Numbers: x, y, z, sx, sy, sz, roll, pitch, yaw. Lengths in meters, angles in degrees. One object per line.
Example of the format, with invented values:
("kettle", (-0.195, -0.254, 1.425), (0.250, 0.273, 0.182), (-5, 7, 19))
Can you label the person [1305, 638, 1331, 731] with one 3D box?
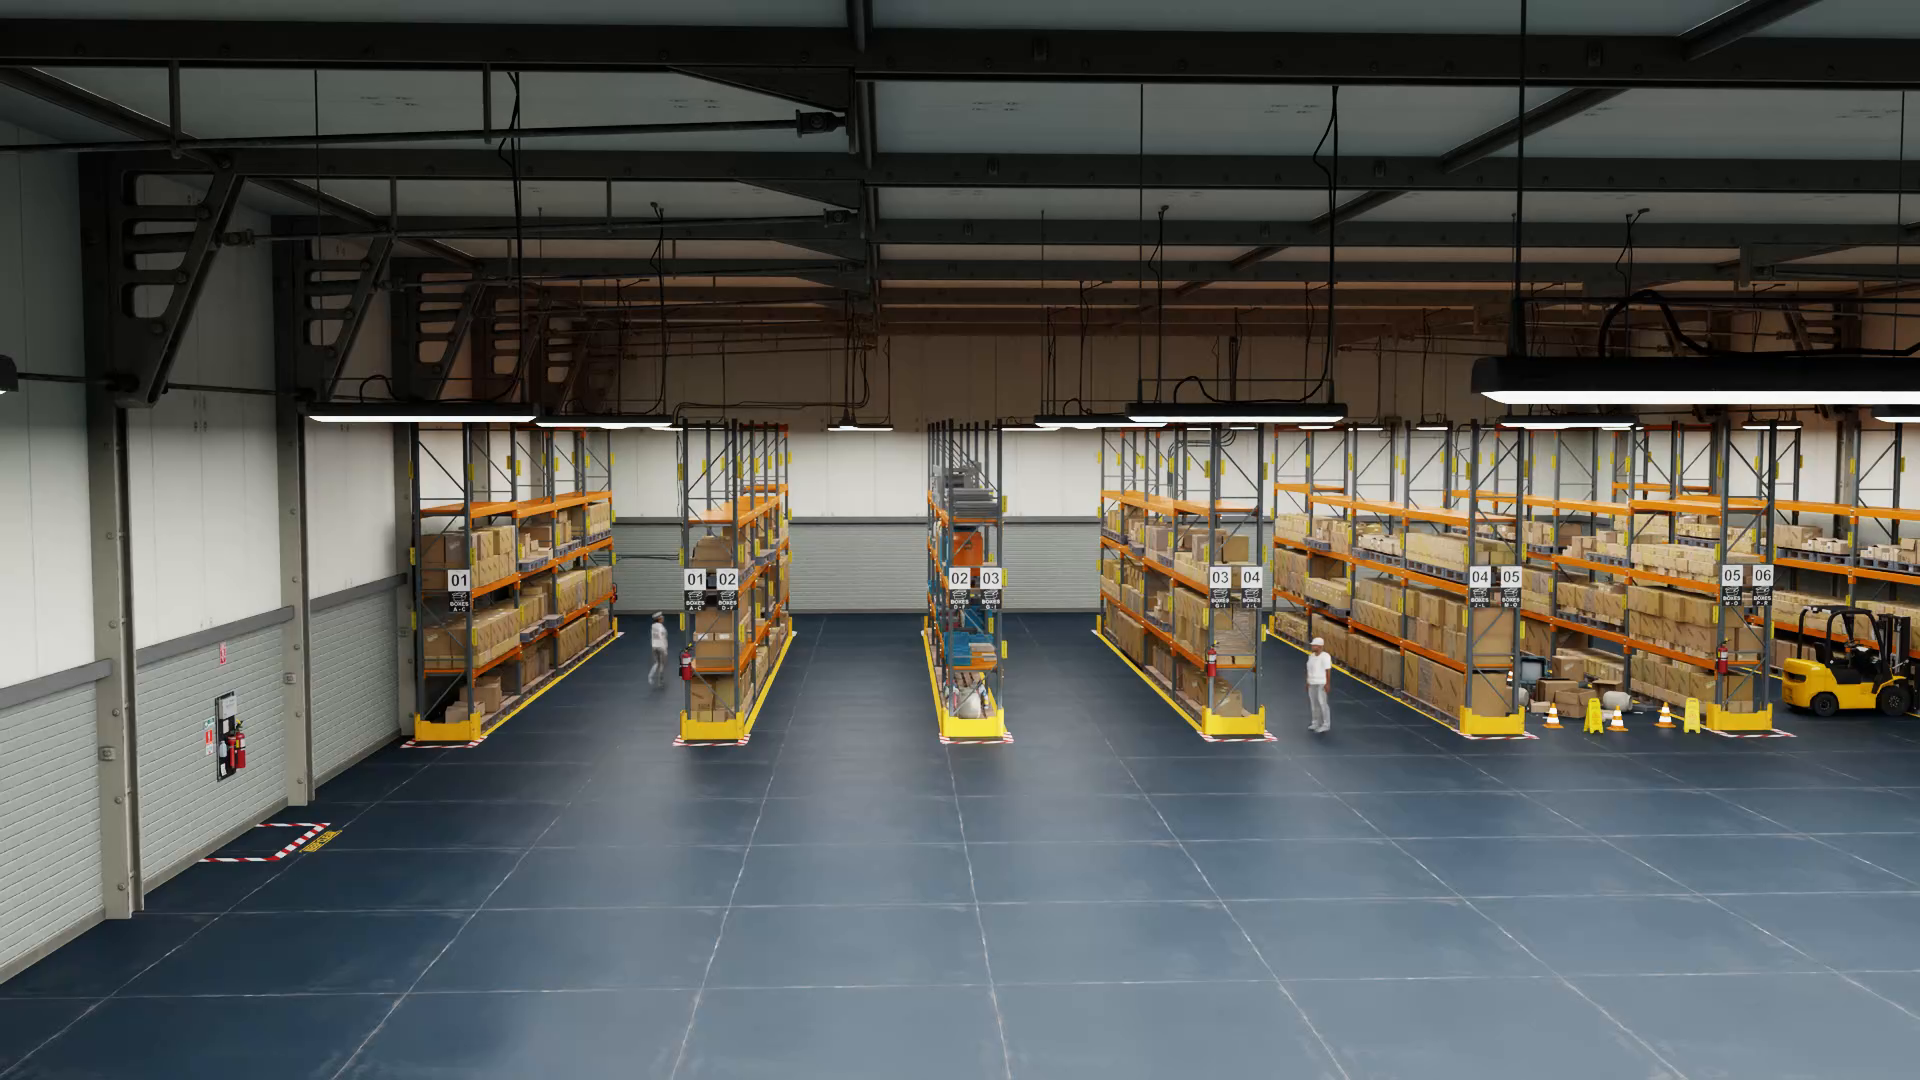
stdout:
("person", (6.884, 2.777, 32.131), (0.423, 1.769, 0.607), (-3, 4, -35))

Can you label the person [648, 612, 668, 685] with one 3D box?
("person", (-6.816, 2.459, 37.631), (0.483, 1.682, 0.462), (2, 4, 32))

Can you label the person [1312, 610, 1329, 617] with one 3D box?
("person", (10.846, 1.600, 50.489), (0.848, 1.743, 0.600), (-3, 5, -39))
